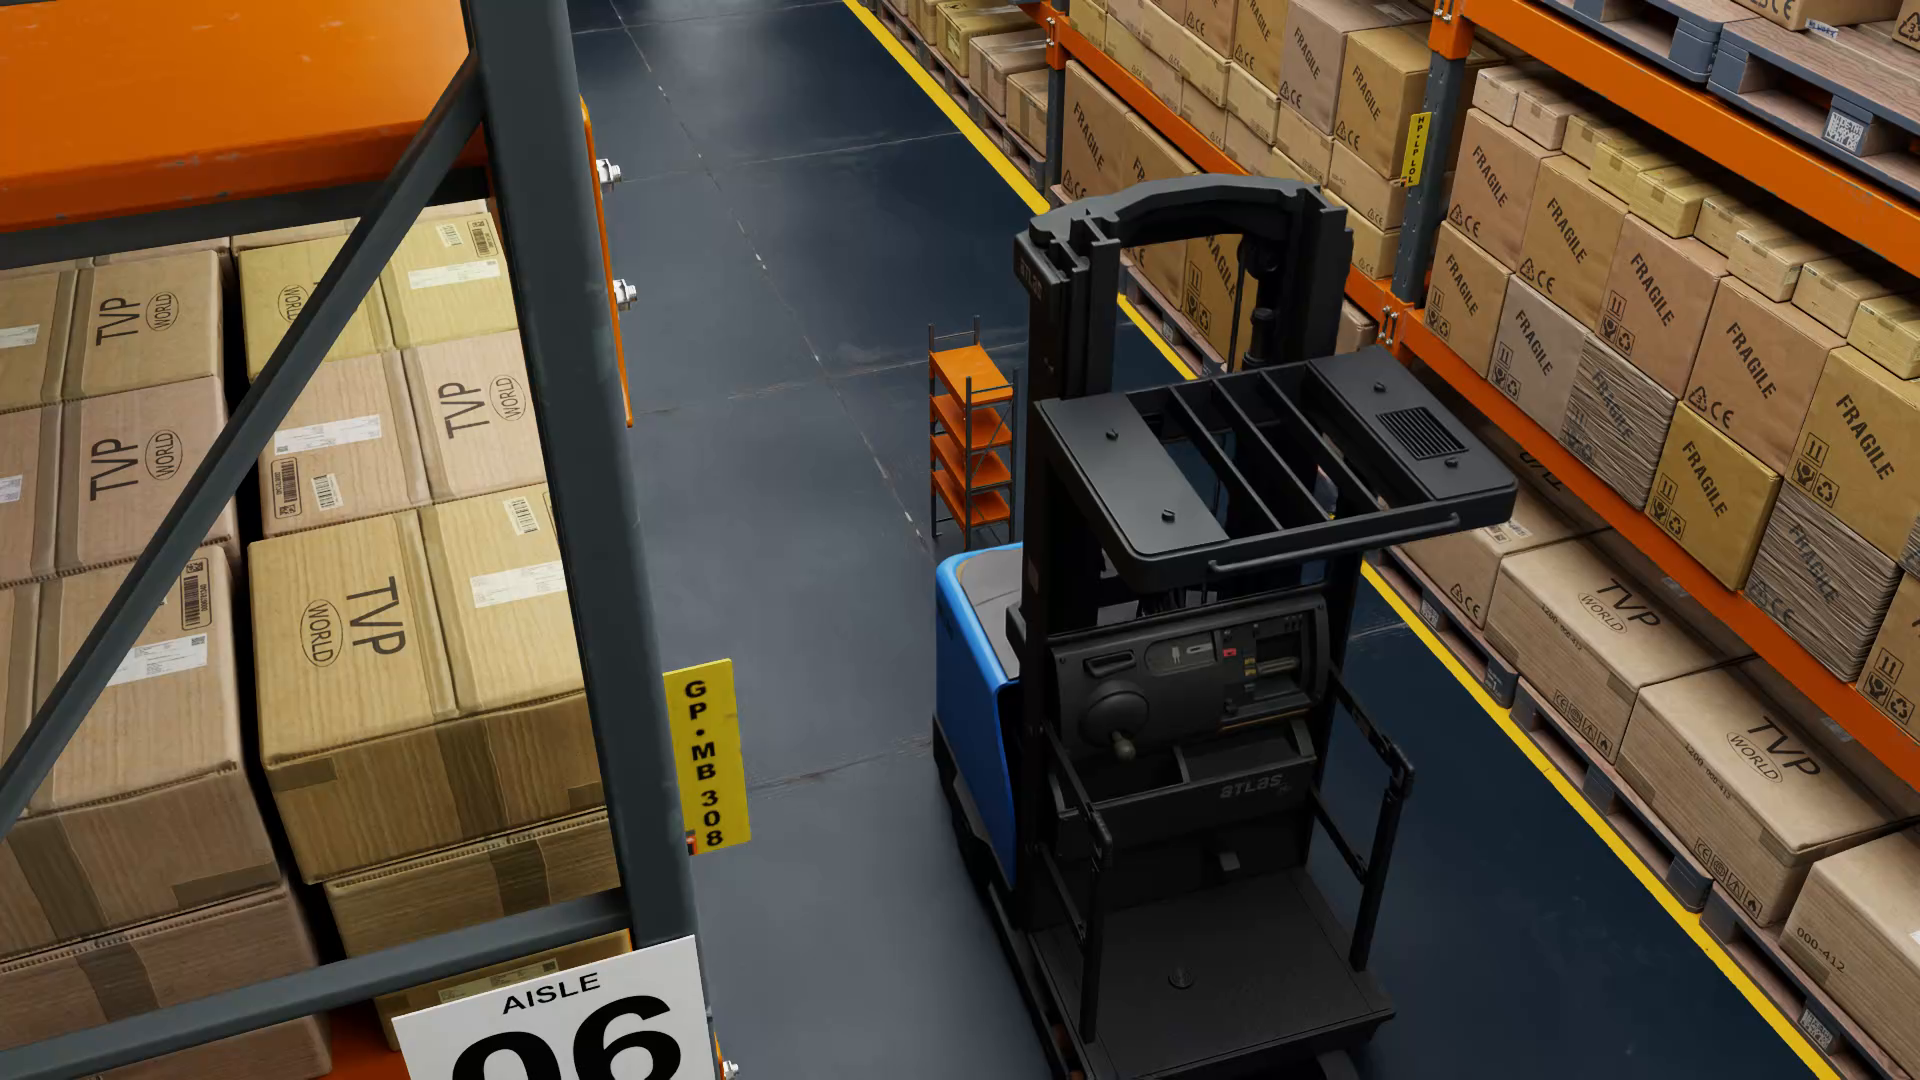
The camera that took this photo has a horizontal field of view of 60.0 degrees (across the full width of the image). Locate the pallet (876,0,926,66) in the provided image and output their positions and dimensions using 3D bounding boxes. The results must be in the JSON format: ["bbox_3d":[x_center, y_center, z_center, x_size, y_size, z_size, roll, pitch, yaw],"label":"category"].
[{"bbox_3d":[-0.042,-4.307,13.793,1.003,0.211,1.213,-12,39,-16],"label":"pallet"}]

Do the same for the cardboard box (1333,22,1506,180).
[{"bbox_3d":[2.052,-1.981,7.473,0.500,0.500,0.500,-11,38,-14],"label":"cardboard box"}]

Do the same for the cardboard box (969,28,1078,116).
[{"bbox_3d":[0.618,-3.456,12.180,0.950,0.372,0.625,-13,39,-17],"label":"cardboard box"}]

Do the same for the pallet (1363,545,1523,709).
[{"bbox_3d":[2.630,0.218,7.785,1.003,0.211,1.213,-12,39,-16],"label":"pallet"}]

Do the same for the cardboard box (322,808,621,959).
[{"bbox_3d":[-0.738,0.384,2.632,0.500,0.250,0.500,-13,39,-16],"label":"cardboard box"}]

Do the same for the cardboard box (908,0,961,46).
[{"bbox_3d":[0.122,-4.278,13.271,0.950,0.372,0.625,-10,38,-13],"label":"cardboard box"}]

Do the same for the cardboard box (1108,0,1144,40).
[{"bbox_3d":[1.184,-3.111,9.597,0.500,0.250,0.500,-12,39,-15],"label":"cardboard box"}]

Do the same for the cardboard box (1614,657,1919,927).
[{"bbox_3d":[3.174,0.906,6.334,0.875,0.438,0.875,-11,38,-15],"label":"cardboard box"}]

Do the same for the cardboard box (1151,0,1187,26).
[{"bbox_3d":[1.348,-3.138,9.008,0.500,0.500,0.500,-11,38,-15],"label":"cardboard box"}]

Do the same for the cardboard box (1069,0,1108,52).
[{"bbox_3d":[0.997,-3.213,10.147,0.500,0.250,0.500,-13,39,-17],"label":"cardboard box"}]

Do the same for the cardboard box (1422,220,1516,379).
[{"bbox_3d":[2.357,-1.062,7.084,0.500,0.500,0.500,-11,38,-14],"label":"cardboard box"}]

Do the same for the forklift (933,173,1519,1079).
[{"bbox_3d":[0.810,0.514,5.132,1.130,2.935,3.031,-11,38,-14],"label":"forklift"}]

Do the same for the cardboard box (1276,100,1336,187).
[{"bbox_3d":[1.882,-1.961,8.069,0.500,0.250,0.500,-12,38,-15],"label":"cardboard box"}]

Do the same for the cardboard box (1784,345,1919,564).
[{"bbox_3d":[3.054,-0.313,5.259,0.500,0.500,0.500,-13,39,-16],"label":"cardboard box"}]

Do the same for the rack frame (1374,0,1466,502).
[{"bbox_3d":[2.441,-1.342,7.538,1.000,3.000,0.127,-12,39,-16],"label":"rack frame"}]

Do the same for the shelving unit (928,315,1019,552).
[{"bbox_3d":[0.057,-0.386,7.765,0.258,1.200,0.503,-12,39,-16],"label":"shelving unit"}]

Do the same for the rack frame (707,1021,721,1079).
[{"bbox_3d":[-0.841,1.948,3.171,1.000,3.000,0.127,-12,39,-16],"label":"rack frame"}]

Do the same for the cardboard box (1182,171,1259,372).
[{"bbox_3d":[1.835,-1.503,9.169,0.875,0.875,0.875,-11,38,-15],"label":"cardboard box"}]

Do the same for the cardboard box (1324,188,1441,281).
[{"bbox_3d":[2.050,-1.483,7.850,0.500,0.250,0.500,-13,39,-17],"label":"cardboard box"}]

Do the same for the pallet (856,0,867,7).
[{"bbox_3d":[-0.576,-5.119,14.871,1.003,0.211,1.213,-12,39,-16],"label":"pallet"}]

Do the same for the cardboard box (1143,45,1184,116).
[{"bbox_3d":[1.365,-2.629,9.371,0.500,0.250,0.500,-11,38,-14],"label":"cardboard box"}]

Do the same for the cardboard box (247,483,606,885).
[{"bbox_3d":[-0.758,0.189,2.475,0.500,0.250,0.500,-13,39,-16],"label":"cardboard box"}]

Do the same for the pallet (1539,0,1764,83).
[{"bbox_3d":[2.713,-2.040,6.046,1.003,0.211,1.213,-12,39,-16],"label":"pallet"}]

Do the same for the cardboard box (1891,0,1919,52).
[{"bbox_3d":[3.265,-1.698,5.002,0.500,0.500,0.500,-12,39,-15],"label":"cardboard box"}]

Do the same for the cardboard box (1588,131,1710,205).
[{"bbox_3d":[2.565,-1.378,6.133,0.380,0.149,0.250,-13,39,-16],"label":"cardboard box"}]

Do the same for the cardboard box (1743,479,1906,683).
[{"bbox_3d":[3.059,0.085,5.560,0.500,0.500,0.500,-11,38,-15],"label":"cardboard box"}]

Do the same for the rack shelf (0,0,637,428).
[{"bbox_3d":[-1.530,-1.289,3.083,1.077,0.370,4.000,-12,39,-16],"label":"rack shelf"}]

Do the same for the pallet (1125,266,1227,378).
[{"bbox_3d":[1.681,-1.338,9.851,1.003,0.211,1.213,-12,39,-16],"label":"pallet"}]

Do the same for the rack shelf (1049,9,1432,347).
[{"bbox_3d":[1.753,-2.184,9.254,1.077,0.370,4.000,-12,39,-16],"label":"rack shelf"}]

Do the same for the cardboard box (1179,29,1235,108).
[{"bbox_3d":[1.506,-2.538,8.835,0.500,0.250,0.500,-12,39,-15],"label":"cardboard box"}]

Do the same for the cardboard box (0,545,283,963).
[{"bbox_3d":[-1.256,0.298,2.330,0.500,0.250,0.500,-13,39,-17],"label":"cardboard box"}]

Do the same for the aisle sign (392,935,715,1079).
[{"bbox_3d":[-0.542,0.887,2.418,0.394,0.787,0.004,-12,39,-16],"label":"aisle sign"}]

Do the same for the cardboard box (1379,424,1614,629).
[{"bbox_3d":[2.557,-0.109,7.682,0.875,0.438,0.875,-13,39,-17],"label":"cardboard box"}]

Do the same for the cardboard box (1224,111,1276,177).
[{"bbox_3d":[1.720,-2.060,8.616,0.500,0.250,0.500,-13,39,-17],"label":"cardboard box"}]

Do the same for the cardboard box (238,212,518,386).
[{"bbox_3d":[-1.101,-0.384,3.235,0.500,0.250,0.500,-13,39,-17],"label":"cardboard box"}]

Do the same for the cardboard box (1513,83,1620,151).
[{"bbox_3d":[2.410,-1.666,6.516,0.380,0.149,0.250,-12,39,-15],"label":"cardboard box"}]

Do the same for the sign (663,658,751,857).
[{"bbox_3d":[-0.332,0.288,2.155,0.100,0.325,0.005,-12,39,-16],"label":"sign"}]

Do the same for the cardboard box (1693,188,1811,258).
[{"bbox_3d":[2.793,-1.097,5.760,0.380,0.149,0.250,-13,39,-16],"label":"cardboard box"}]

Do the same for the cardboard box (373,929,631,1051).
[{"bbox_3d":[-0.733,0.622,2.647,0.380,0.149,0.250,-12,39,-15],"label":"cardboard box"}]

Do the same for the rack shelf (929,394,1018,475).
[{"bbox_3d":[0.057,-0.511,7.671,0.258,0.148,0.480,-12,39,-16],"label":"rack shelf"}]

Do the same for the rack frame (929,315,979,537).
[{"bbox_3d":[-0.027,-0.524,7.948,0.240,1.200,0.015,-12,39,-16],"label":"rack frame"}]

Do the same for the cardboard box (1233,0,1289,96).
[{"bbox_3d":[1.711,-2.562,8.245,0.500,0.500,0.500,-11,38,-15],"label":"cardboard box"}]

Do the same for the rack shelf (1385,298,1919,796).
[{"bbox_3d":[3.130,0.076,6.254,1.077,0.370,4.000,-12,39,-16],"label":"rack shelf"}]

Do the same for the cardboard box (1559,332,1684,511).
[{"bbox_3d":[2.691,-0.495,6.331,0.500,0.500,0.500,-12,39,-16],"label":"cardboard box"}]

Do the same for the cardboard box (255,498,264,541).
[{"bbox_3d":[-1.437,0.209,2.864,0.500,0.250,0.500,-12,39,-16],"label":"cardboard box"}]

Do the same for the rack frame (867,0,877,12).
[{"bbox_3d":[-0.312,-5.861,13.538,1.000,3.000,0.127,-12,39,-16],"label":"rack frame"}]

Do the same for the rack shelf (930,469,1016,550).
[{"bbox_3d":[0.057,-0.173,7.925,0.258,0.148,0.480,-12,39,-16],"label":"rack shelf"}]

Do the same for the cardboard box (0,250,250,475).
[{"bbox_3d":[-1.622,-0.285,3.104,0.500,0.250,0.500,-12,39,-15],"label":"cardboard box"}]

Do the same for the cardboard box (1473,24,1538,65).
[{"bbox_3d":[2.560,-2.089,7.616,0.500,0.500,0.500,-12,39,-15],"label":"cardboard box"}]

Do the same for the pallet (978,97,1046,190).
[{"bbox_3d":[0.797,-2.929,11.963,1.003,0.211,1.213,-12,39,-16],"label":"pallet"}]

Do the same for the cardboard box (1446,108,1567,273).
[{"bbox_3d":[2.378,-1.462,6.783,0.500,0.500,0.500,-12,39,-16],"label":"cardboard box"}]

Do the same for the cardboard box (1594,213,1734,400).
[{"bbox_3d":[2.711,-0.883,6.015,0.500,0.500,0.500,-12,39,-15],"label":"cardboard box"}]

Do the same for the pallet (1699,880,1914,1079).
[{"bbox_3d":[3.469,1.596,5.955,1.003,0.211,1.213,-12,39,-16],"label":"pallet"}]

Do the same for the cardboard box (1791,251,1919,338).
[{"bbox_3d":[2.943,-0.803,5.370,0.380,0.149,0.250,-11,38,-14],"label":"cardboard box"}]

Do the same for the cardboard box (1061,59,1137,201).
[{"bbox_3d":[1.225,-2.513,10.510,0.875,0.875,0.875,-13,39,-16],"label":"cardboard box"}]
